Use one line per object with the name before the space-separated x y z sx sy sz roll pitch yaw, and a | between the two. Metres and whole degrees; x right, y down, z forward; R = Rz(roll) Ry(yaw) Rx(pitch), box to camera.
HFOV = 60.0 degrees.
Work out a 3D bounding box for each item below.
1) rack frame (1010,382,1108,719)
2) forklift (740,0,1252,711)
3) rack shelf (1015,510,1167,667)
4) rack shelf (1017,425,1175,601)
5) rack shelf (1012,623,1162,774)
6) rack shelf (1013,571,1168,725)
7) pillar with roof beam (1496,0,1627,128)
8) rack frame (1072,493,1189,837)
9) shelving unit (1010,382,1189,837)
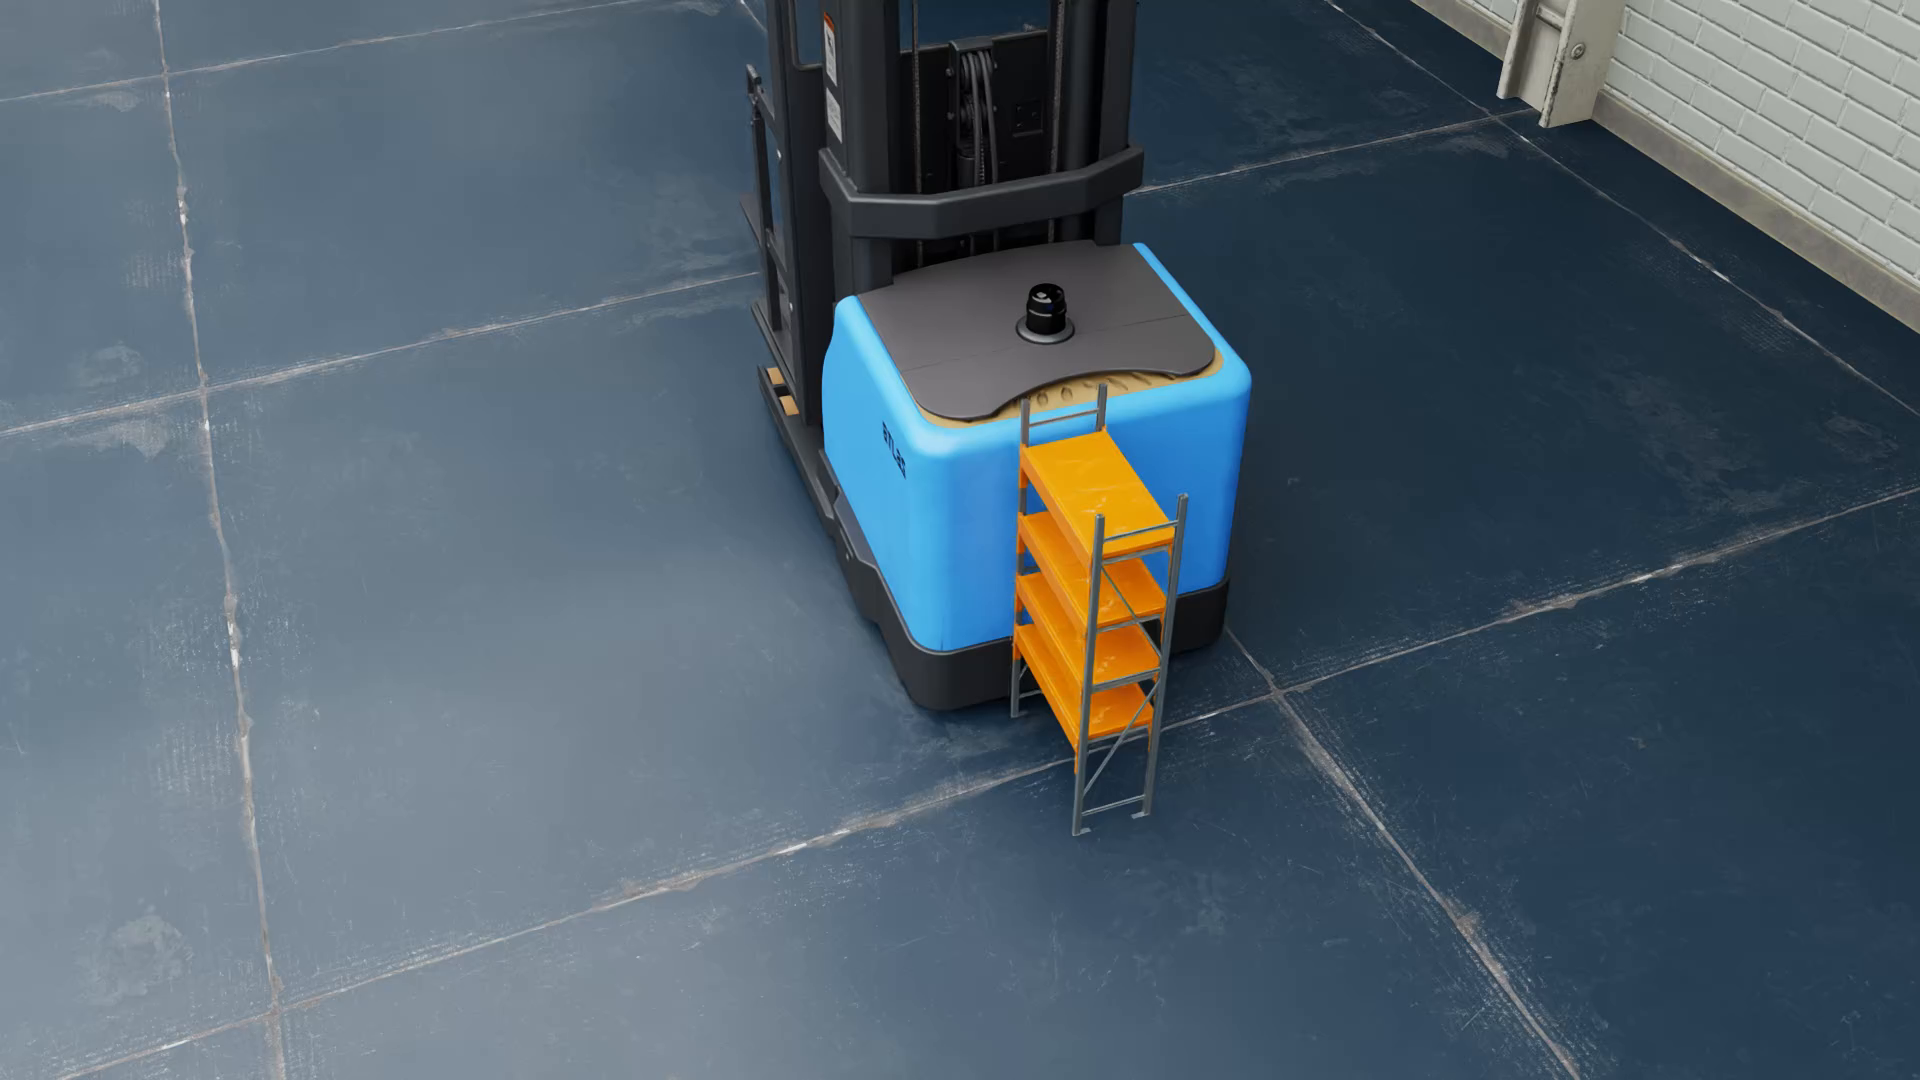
rack frame | 0.272 0.066 4.747 0.240 1.200 0.015 -13 43 -15
forklift | -0.123 -1.565 5.322 1.130 2.935 3.031 -13 42 -14
rack shelf | 0.355 0.099 4.471 0.258 0.148 0.480 -13 43 -15
rack shelf | 0.356 -0.079 4.315 0.258 0.148 0.480 -13 43 -15
rack shelf | 0.354 0.417 4.749 0.258 0.148 0.480 -13 43 -15
rack shelf | 0.355 0.268 4.618 0.258 0.148 0.480 -13 43 -15
pillar with roof beam | -1.070 -4.494 4.075 9.100 9.000 0.400 -15 43 -17
rack frame | 0.437 0.368 4.401 0.240 1.200 0.015 -13 43 -15
shelving unit | 0.355 0.217 4.574 0.258 1.200 0.503 -13 43 -15
